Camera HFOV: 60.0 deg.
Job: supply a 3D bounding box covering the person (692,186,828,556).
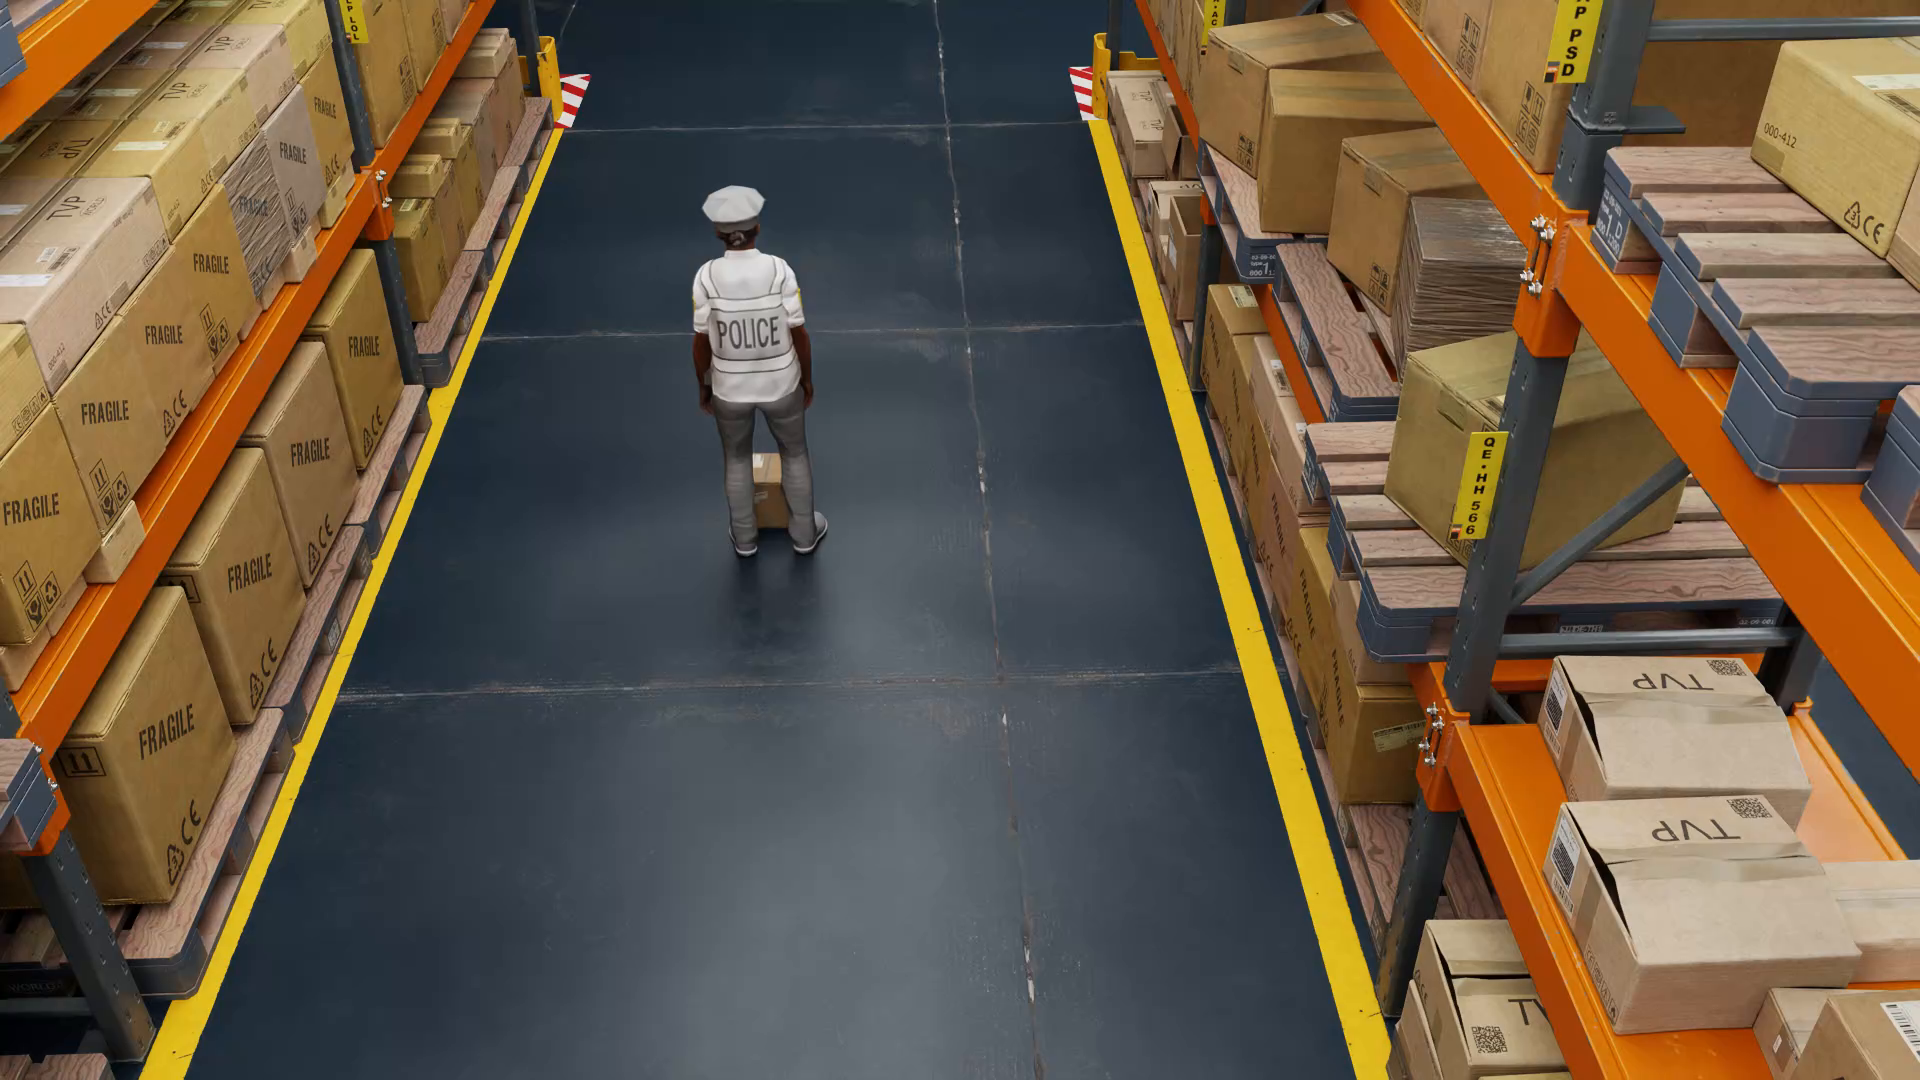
[{"bbox_3d":[-0.859,-0.664,7.080,0.521,1.657,0.395,-3,36,-5],"label":"person"}]
